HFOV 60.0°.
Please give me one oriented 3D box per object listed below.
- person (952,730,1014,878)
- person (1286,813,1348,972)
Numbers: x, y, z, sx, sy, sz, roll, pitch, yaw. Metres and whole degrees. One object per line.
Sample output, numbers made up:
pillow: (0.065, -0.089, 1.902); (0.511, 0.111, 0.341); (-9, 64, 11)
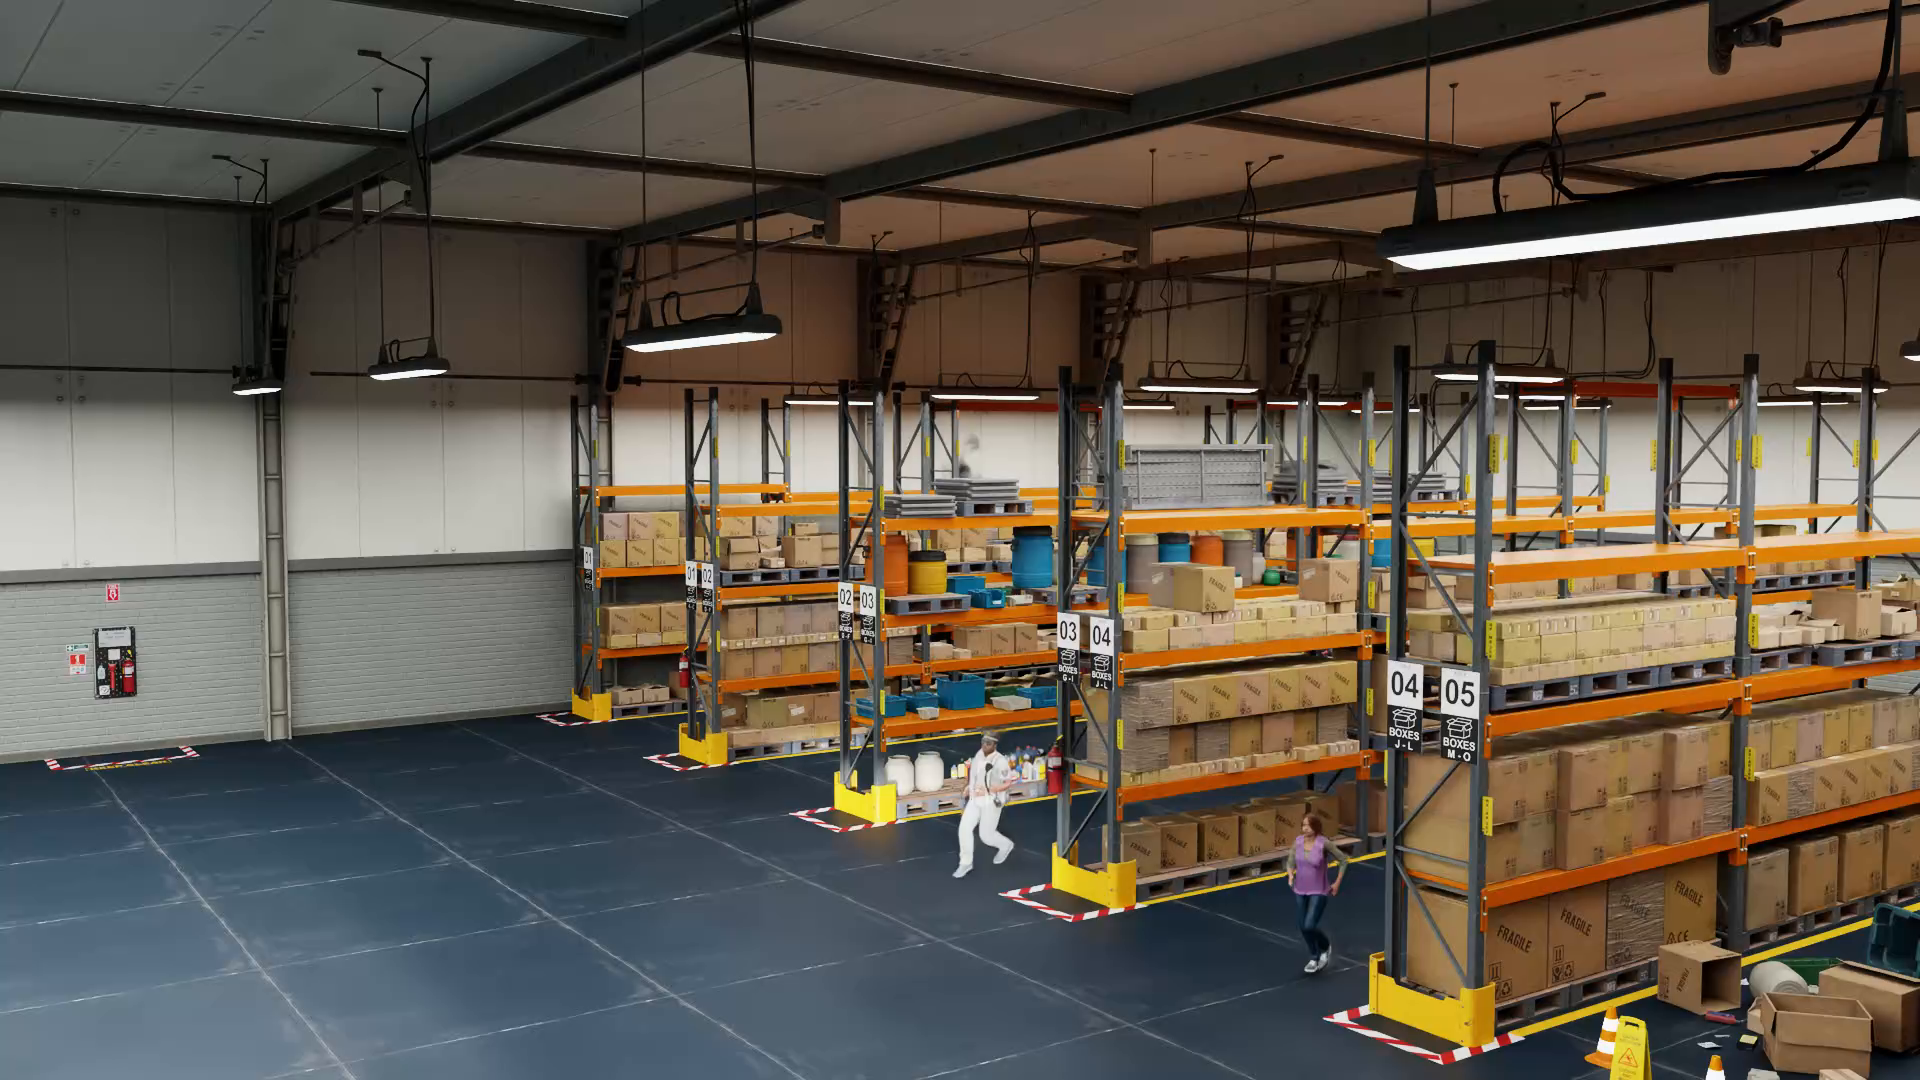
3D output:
person: (0.352, 3.123, 19.792); (0.869, 1.786, 0.701); (-3, 5, -43)
person: (3.380, 3.414, 15.995); (0.562, 1.565, 0.579); (3, 4, 38)
